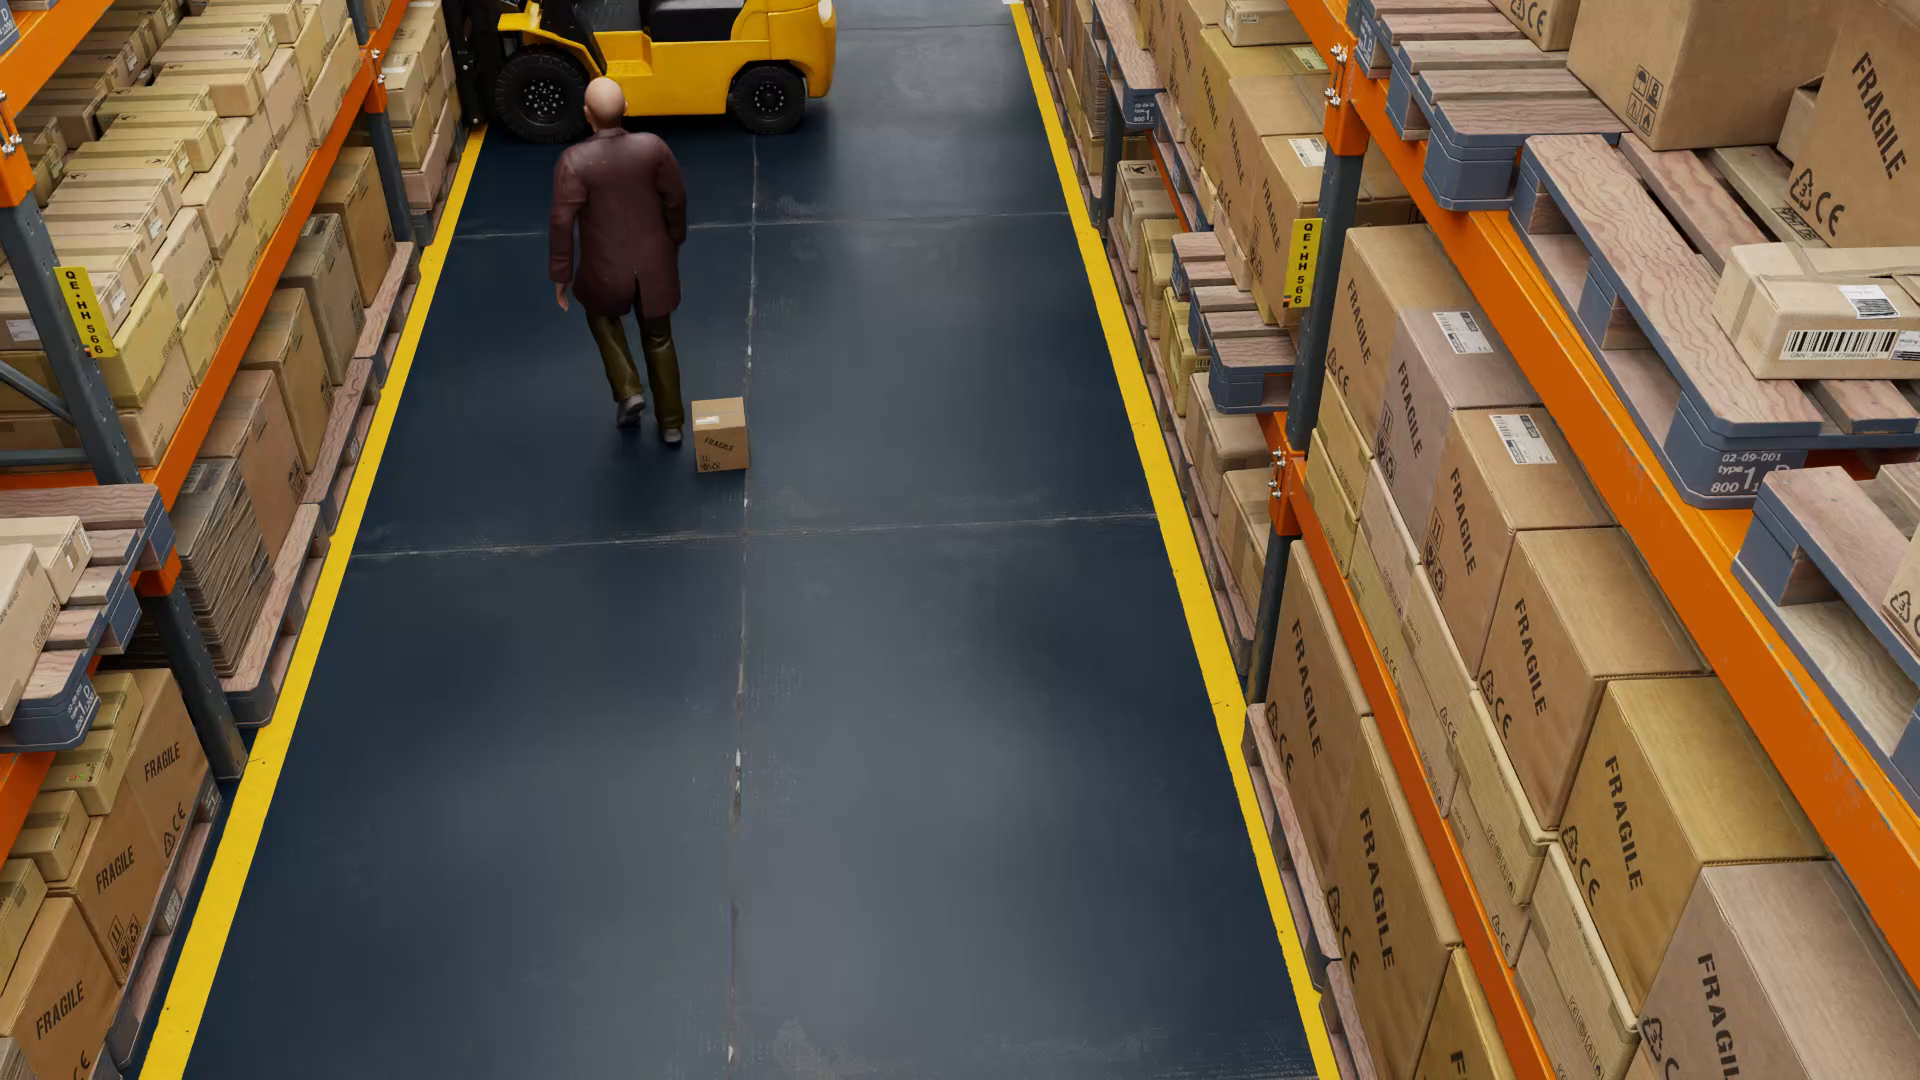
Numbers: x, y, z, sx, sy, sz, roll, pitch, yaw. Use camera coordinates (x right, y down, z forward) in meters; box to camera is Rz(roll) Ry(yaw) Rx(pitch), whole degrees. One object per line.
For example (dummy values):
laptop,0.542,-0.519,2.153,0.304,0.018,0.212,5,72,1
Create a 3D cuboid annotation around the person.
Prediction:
person,-1.578,-1.264,7.750,0.695,1.814,0.543,-15,41,-18
